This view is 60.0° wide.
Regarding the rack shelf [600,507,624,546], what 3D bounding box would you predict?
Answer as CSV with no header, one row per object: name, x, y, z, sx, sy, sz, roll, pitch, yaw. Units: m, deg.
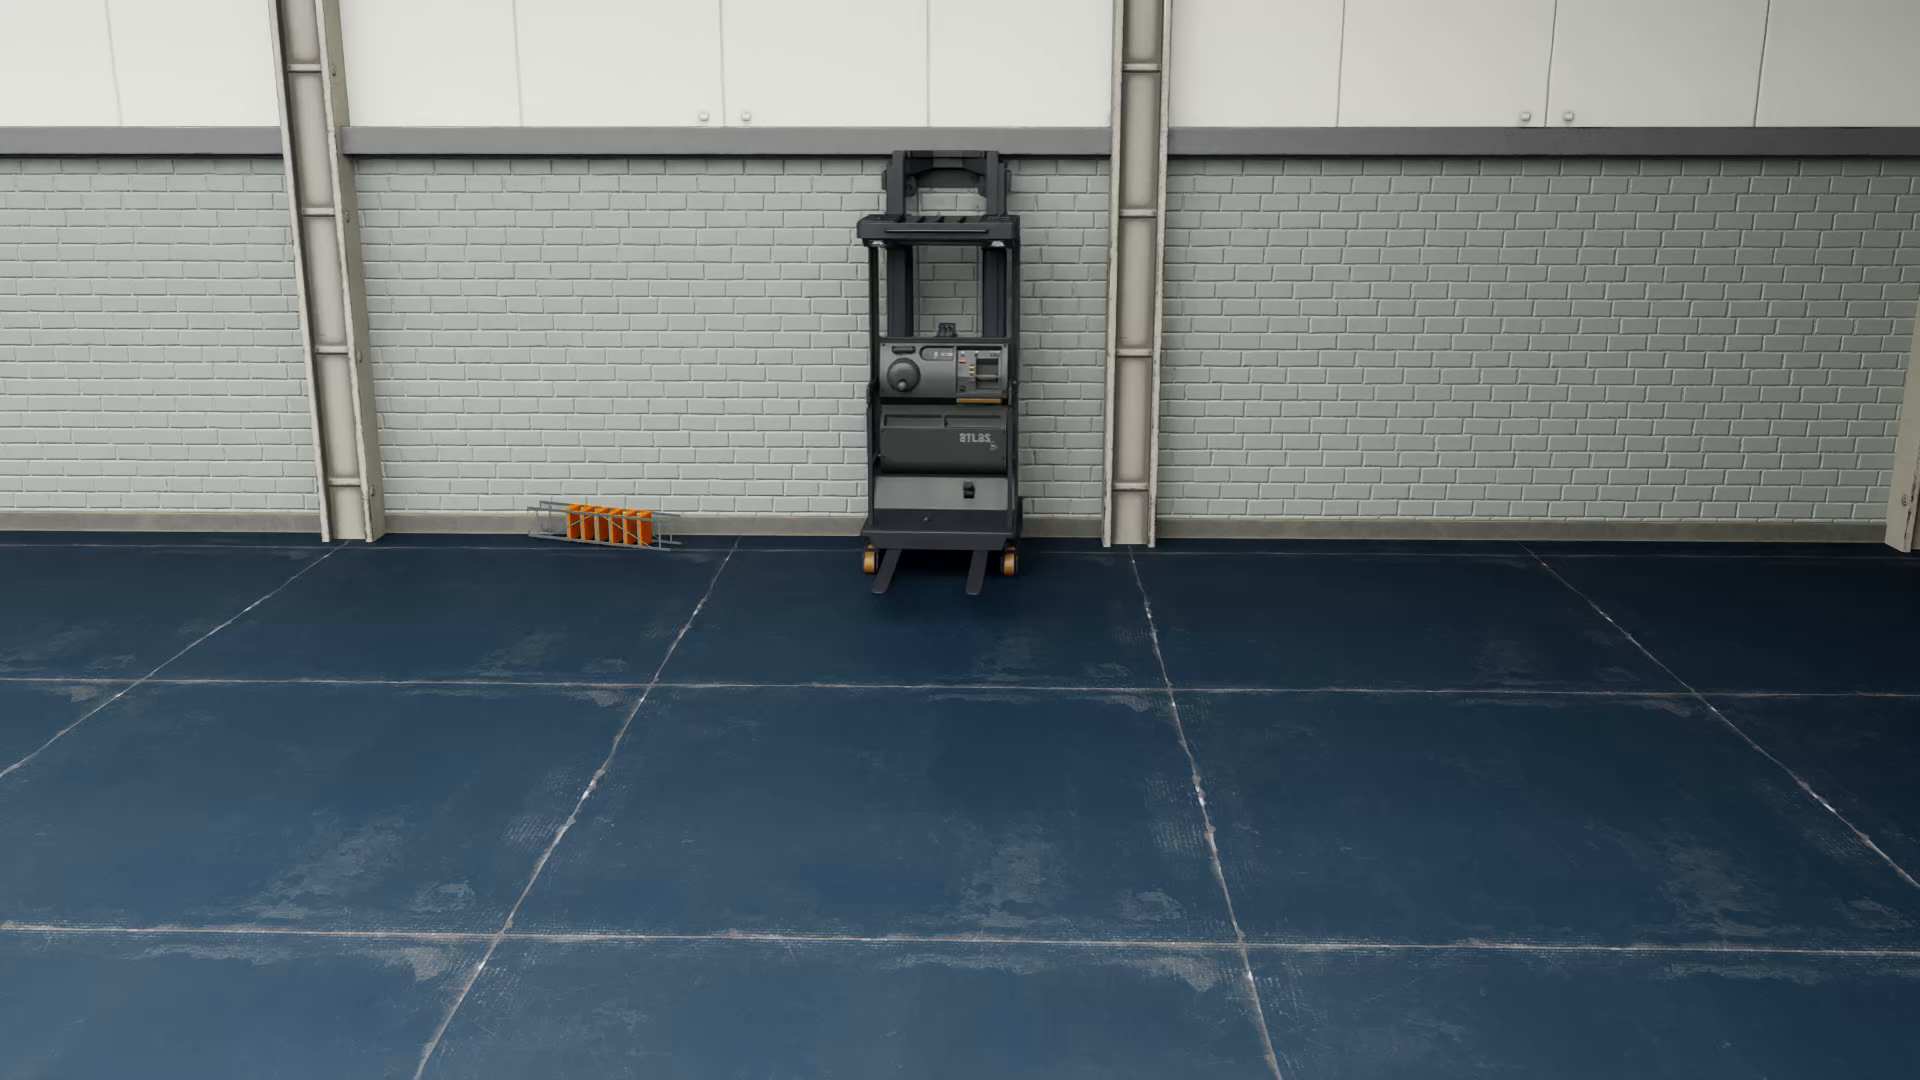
rack shelf,-2.651,-0.104,12.693,0.103,0.258,0.180,6,17,16

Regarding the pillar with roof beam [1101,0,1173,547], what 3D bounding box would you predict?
pillar with roof beam,1.182,-3.239,7.479,0.400,9.000,9.100,0,15,1

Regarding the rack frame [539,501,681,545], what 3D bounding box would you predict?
rack frame,-2.696,-0.135,12.797,1.200,0.240,0.006,6,17,16

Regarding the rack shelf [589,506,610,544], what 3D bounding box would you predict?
rack shelf,-2.765,-0.115,12.726,0.103,0.258,0.180,6,17,16

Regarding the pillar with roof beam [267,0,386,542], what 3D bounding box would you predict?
pillar with roof beam,-4.816,-3.279,7.627,0.400,9.000,9.100,0,15,1

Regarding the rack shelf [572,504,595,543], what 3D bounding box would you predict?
rack shelf,-2.880,-0.126,12.759,0.103,0.258,0.180,6,17,16

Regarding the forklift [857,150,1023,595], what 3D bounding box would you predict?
forklift,-0.127,-1.245,11.812,1.130,2.935,3.031,1,15,3

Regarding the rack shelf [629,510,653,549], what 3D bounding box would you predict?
rack shelf,-2.421,-0.081,12.626,0.103,0.258,0.180,6,17,16

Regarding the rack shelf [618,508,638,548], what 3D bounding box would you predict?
rack shelf,-2.536,-0.092,12.659,0.103,0.258,0.180,6,17,16

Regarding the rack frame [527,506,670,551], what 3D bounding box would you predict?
rack frame,-2.750,-0.086,12.629,1.200,0.240,0.006,6,17,16

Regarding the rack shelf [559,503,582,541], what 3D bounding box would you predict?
rack shelf,-2.995,-0.138,12.792,0.103,0.258,0.180,6,17,16

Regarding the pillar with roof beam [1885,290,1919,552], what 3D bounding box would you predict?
pillar with roof beam,7.180,-3.200,7.330,0.400,9.000,9.100,0,15,1

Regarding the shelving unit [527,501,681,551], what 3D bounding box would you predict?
shelving unit,-2.723,-0.111,12.713,1.200,0.258,0.189,6,17,16
